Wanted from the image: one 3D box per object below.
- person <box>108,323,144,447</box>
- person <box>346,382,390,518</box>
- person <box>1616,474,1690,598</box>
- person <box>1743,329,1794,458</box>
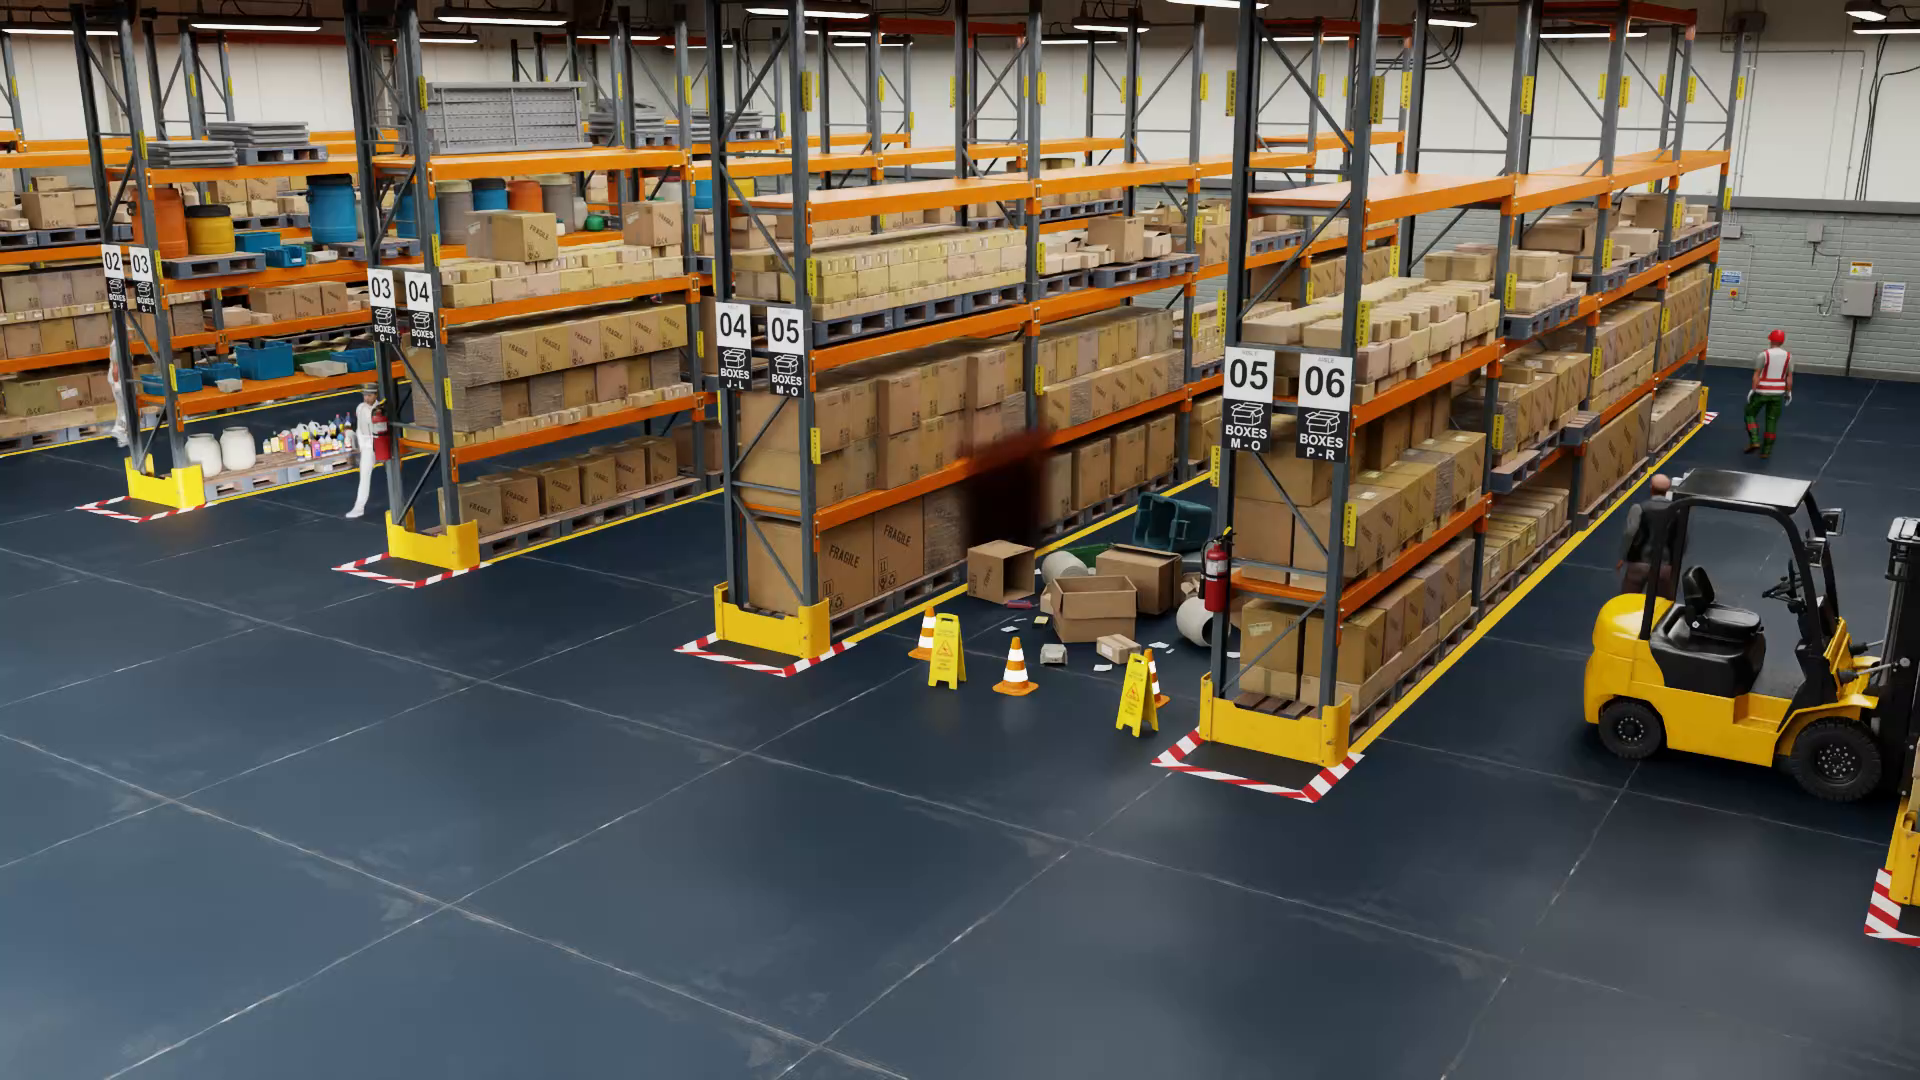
[{"bbox_3d":[-12.077,-2.237,23.934,0.576,1.776,0.567,14,21,41],"label":"person"},{"bbox_3d":[-7.082,-1.109,20.087,0.514,1.613,1.008,1,16,4],"label":"person"},{"bbox_3d":[6.335,0.259,15.198,0.606,1.675,0.640,4,16,12],"label":"person"},{"bbox_3d":[11.301,-2.038,23.210,0.602,1.790,0.467,2,16,6],"label":"person"}]
